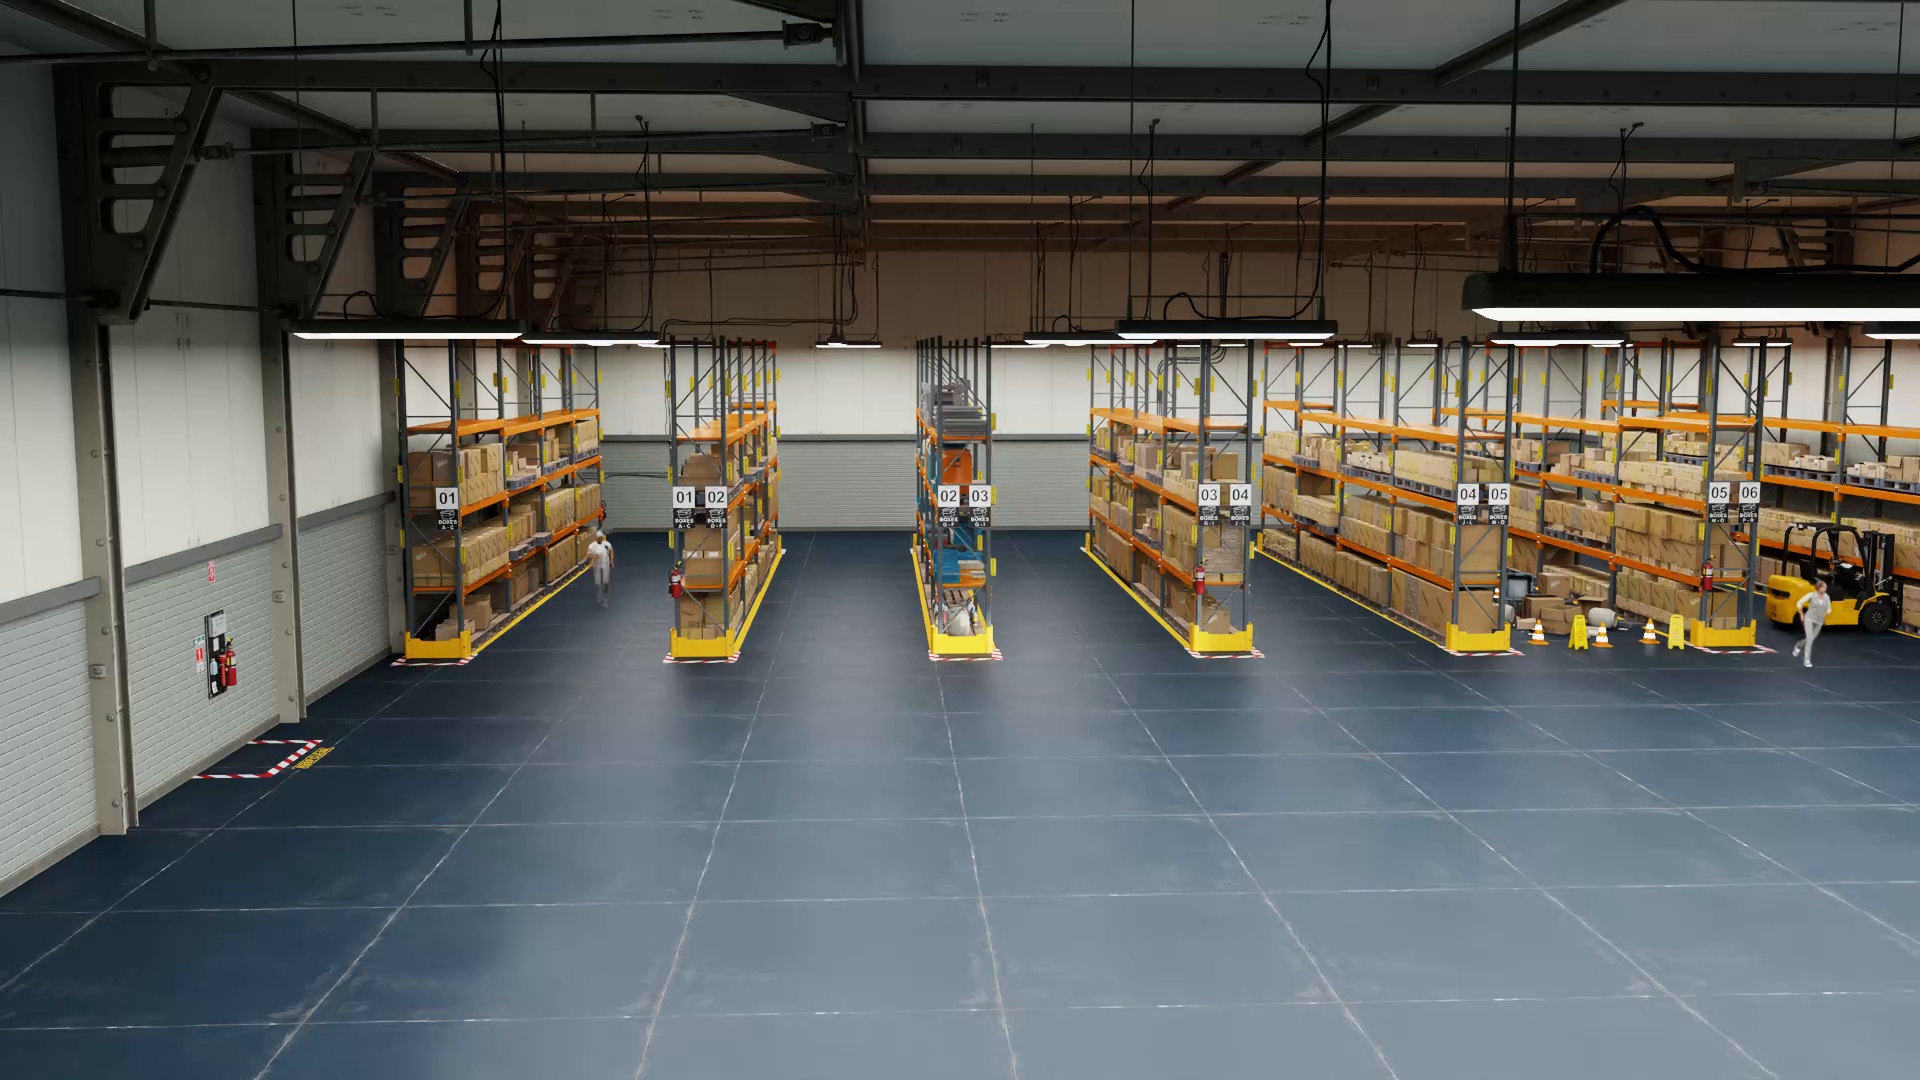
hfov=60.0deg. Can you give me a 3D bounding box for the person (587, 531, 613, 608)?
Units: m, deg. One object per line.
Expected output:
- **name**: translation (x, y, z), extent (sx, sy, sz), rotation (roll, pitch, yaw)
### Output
- **person**: translation (-8.091, 0.651, 37.423), extent (0.548, 1.723, 0.843), rotation (-1, 7, -8)

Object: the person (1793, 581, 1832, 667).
- **person**: translation (15.607, 1.499, 30.373), extent (0.574, 1.541, 0.826), rotation (0, 6, -1)
